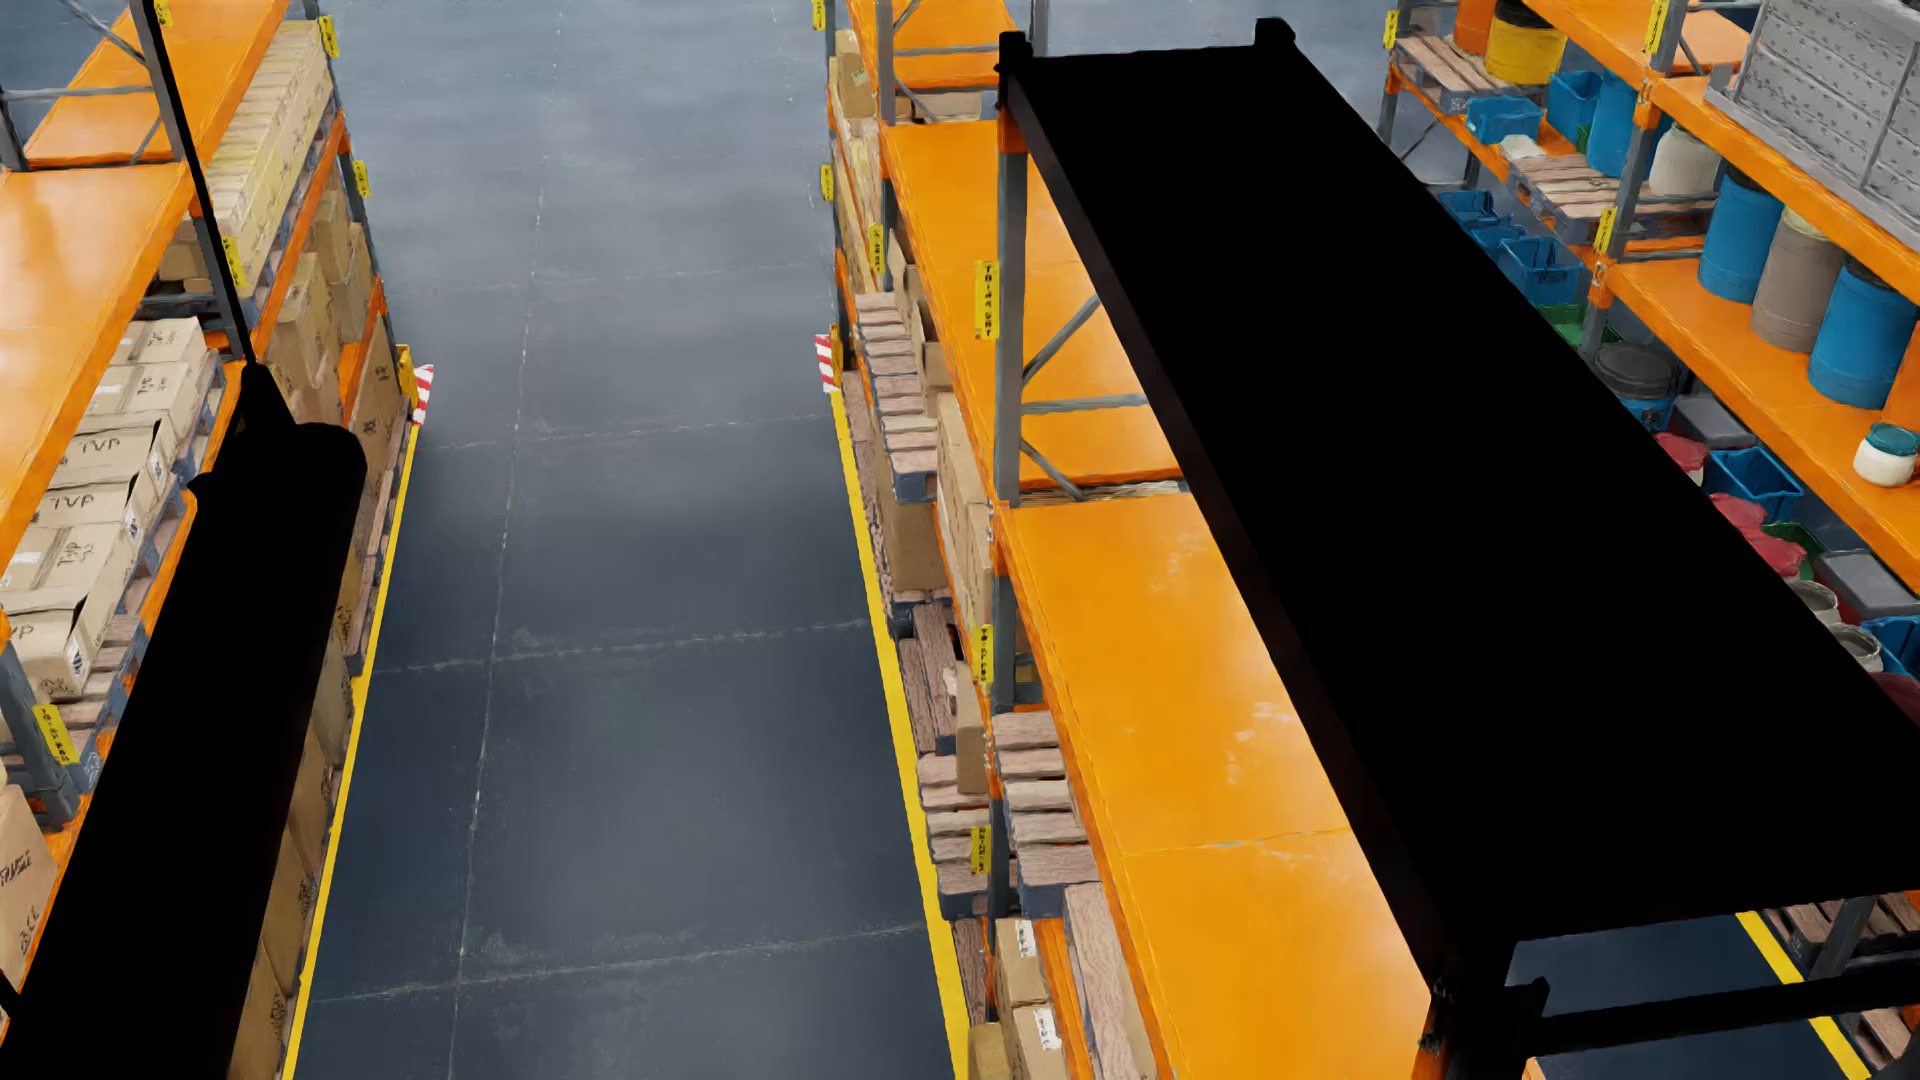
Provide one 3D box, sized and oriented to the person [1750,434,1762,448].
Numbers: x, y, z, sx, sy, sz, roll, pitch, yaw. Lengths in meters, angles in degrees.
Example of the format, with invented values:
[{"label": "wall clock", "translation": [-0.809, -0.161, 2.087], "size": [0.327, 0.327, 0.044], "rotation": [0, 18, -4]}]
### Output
[{"label": "person", "translation": [6.372, -1.100, 13.594], "size": [0.447, 1.574, 1.088], "rotation": [-4, 36, -5]}]
